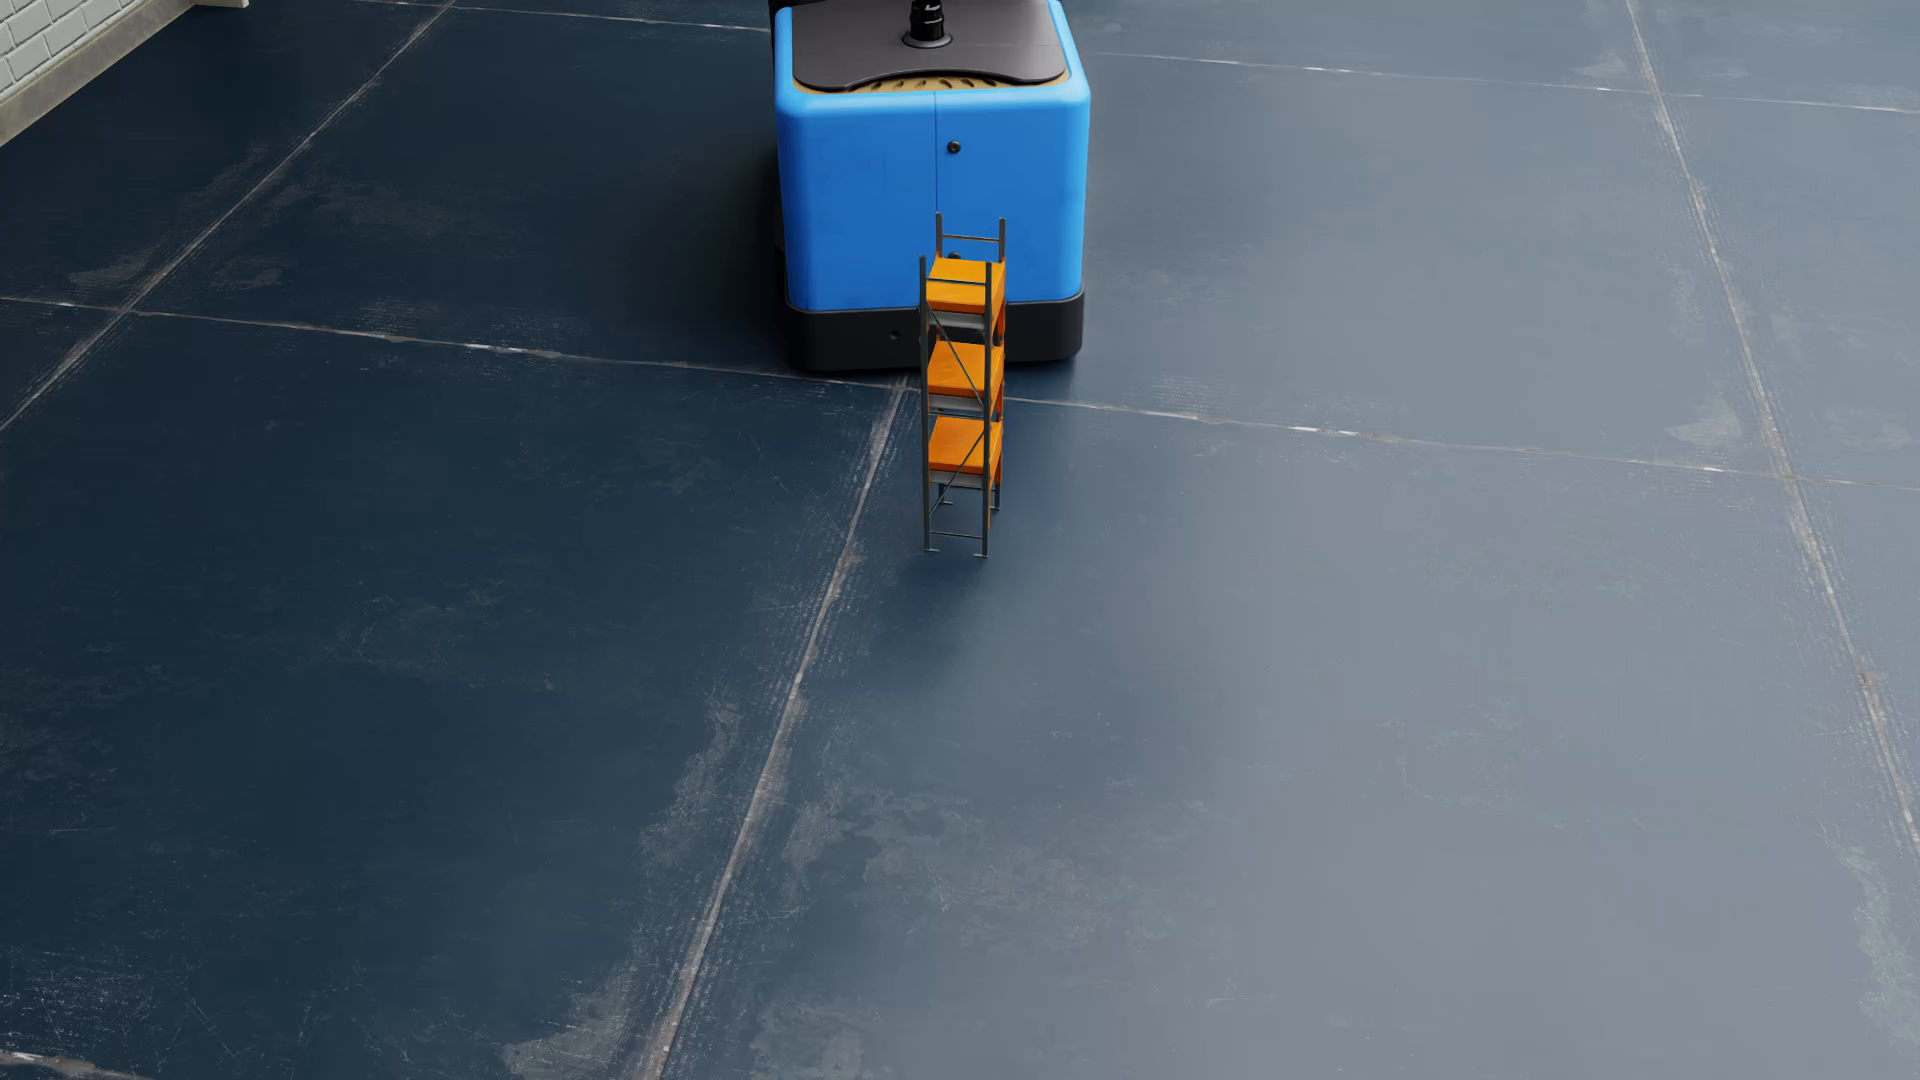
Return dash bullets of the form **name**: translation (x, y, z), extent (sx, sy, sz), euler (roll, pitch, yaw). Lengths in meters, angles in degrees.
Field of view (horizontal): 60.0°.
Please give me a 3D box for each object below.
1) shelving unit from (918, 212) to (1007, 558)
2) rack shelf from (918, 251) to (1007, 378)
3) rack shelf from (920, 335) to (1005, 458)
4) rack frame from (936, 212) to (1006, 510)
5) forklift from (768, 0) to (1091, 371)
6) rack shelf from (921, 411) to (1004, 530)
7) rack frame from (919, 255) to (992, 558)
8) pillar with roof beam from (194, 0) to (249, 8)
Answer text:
- **shelving unit**: translation (0.009, -0.438, 4.956), extent (0.215, 1.050, 0.252), euler (6, 40, 8)
- **rack shelf**: translation (0.009, -0.649, 4.782), extent (0.215, 0.259, 0.240), euler (6, 40, 8)
- **rack shelf**: translation (0.009, -0.430, 4.963), extent (0.215, 0.259, 0.240), euler (6, 40, 8)
- **rack frame**: translation (0.030, -0.515, 5.049), extent (0.200, 1.050, 0.008), euler (6, 40, 8)
- **forklift**: translation (-0.205, -2.652, 6.157), extent (1.130, 2.935, 3.031), euler (-3, 40, -4)
- **rack shelf**: translation (0.009, -0.216, 5.140), extent (0.215, 0.259, 0.240), euler (6, 40, 8)
- **rack frame**: translation (-0.012, -0.362, 4.863), extent (0.200, 1.050, 0.008), euler (6, 40, 8)
- **pillar with roof beam**: translation (0.434, -5.876, 5.295), extent (9.100, 9.000, 0.400), euler (6, 40, 8)
